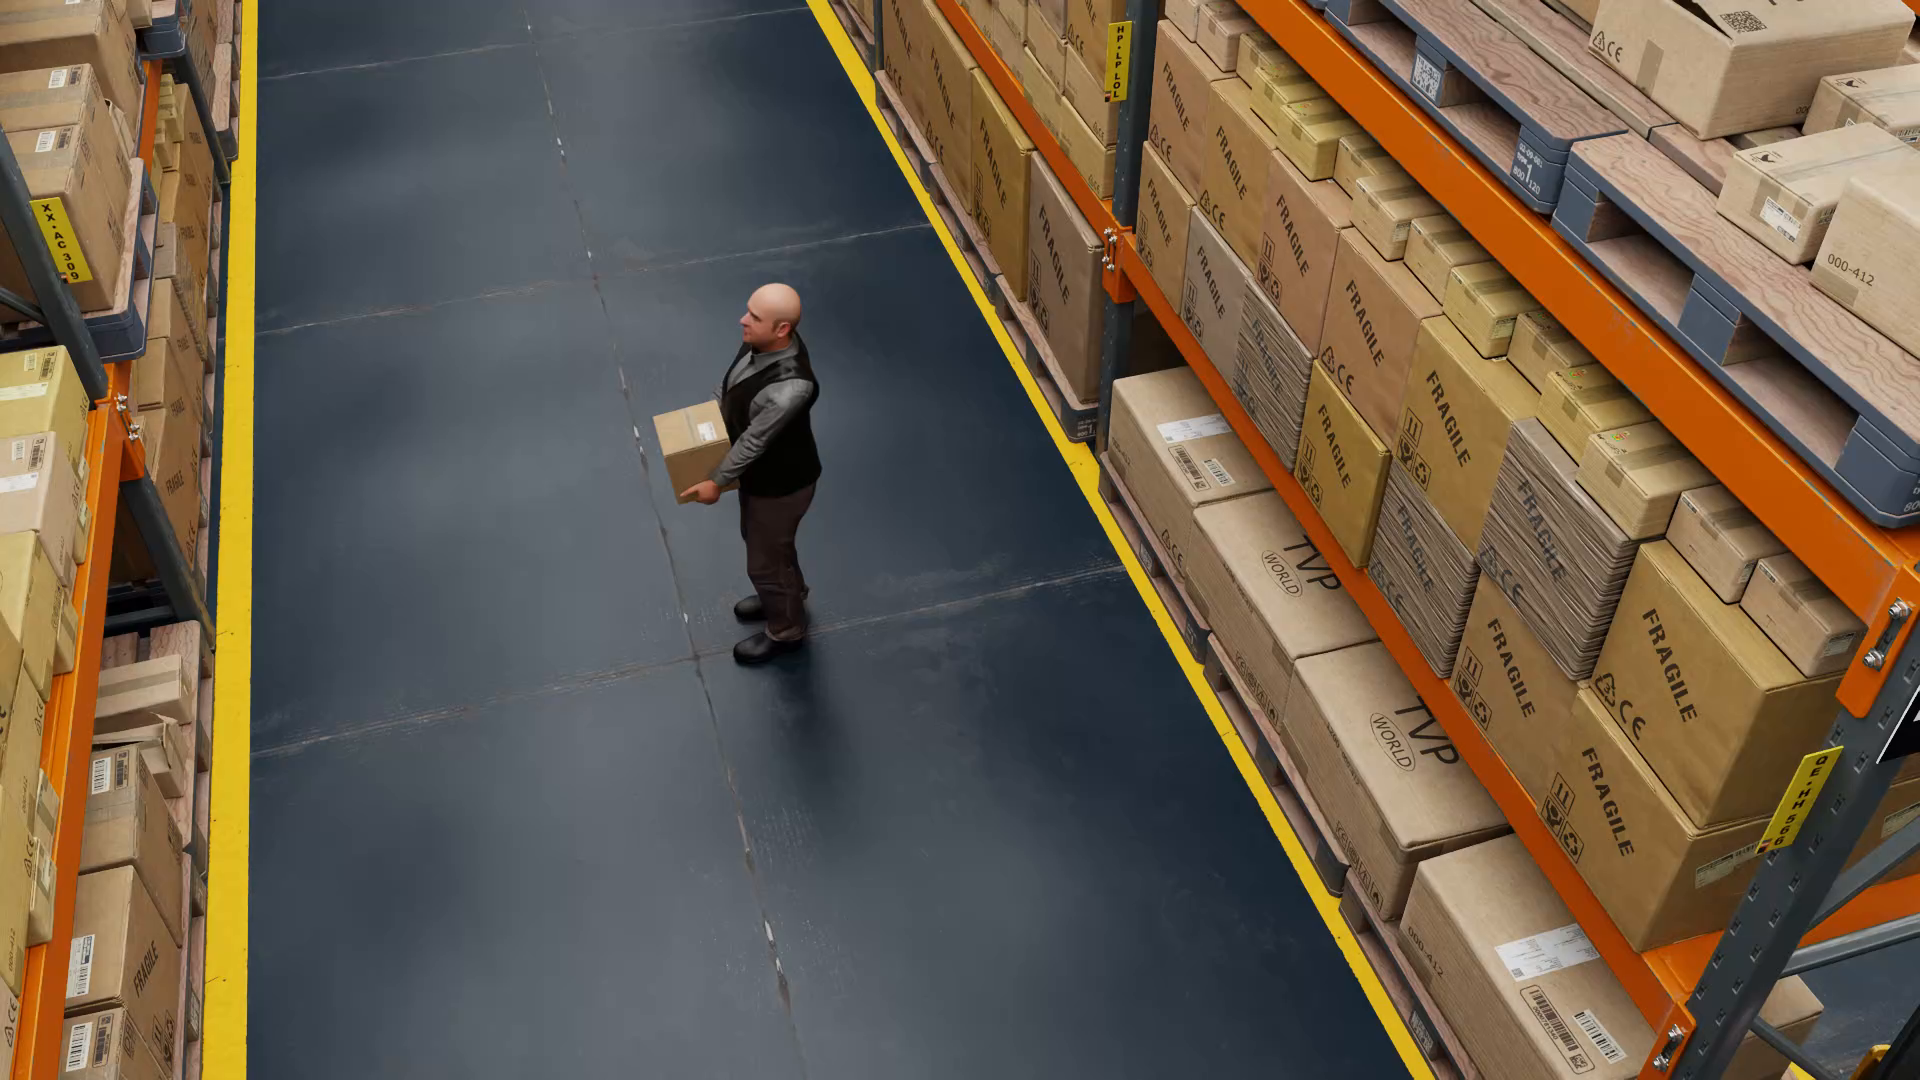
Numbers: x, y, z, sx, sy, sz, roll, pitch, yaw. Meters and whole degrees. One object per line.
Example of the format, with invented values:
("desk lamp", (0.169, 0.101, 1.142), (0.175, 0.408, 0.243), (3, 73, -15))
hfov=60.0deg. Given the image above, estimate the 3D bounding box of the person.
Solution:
("person", (-0.816, -0.234, 6.446), (0.559, 1.711, 0.494), (-12, 43, -13))
